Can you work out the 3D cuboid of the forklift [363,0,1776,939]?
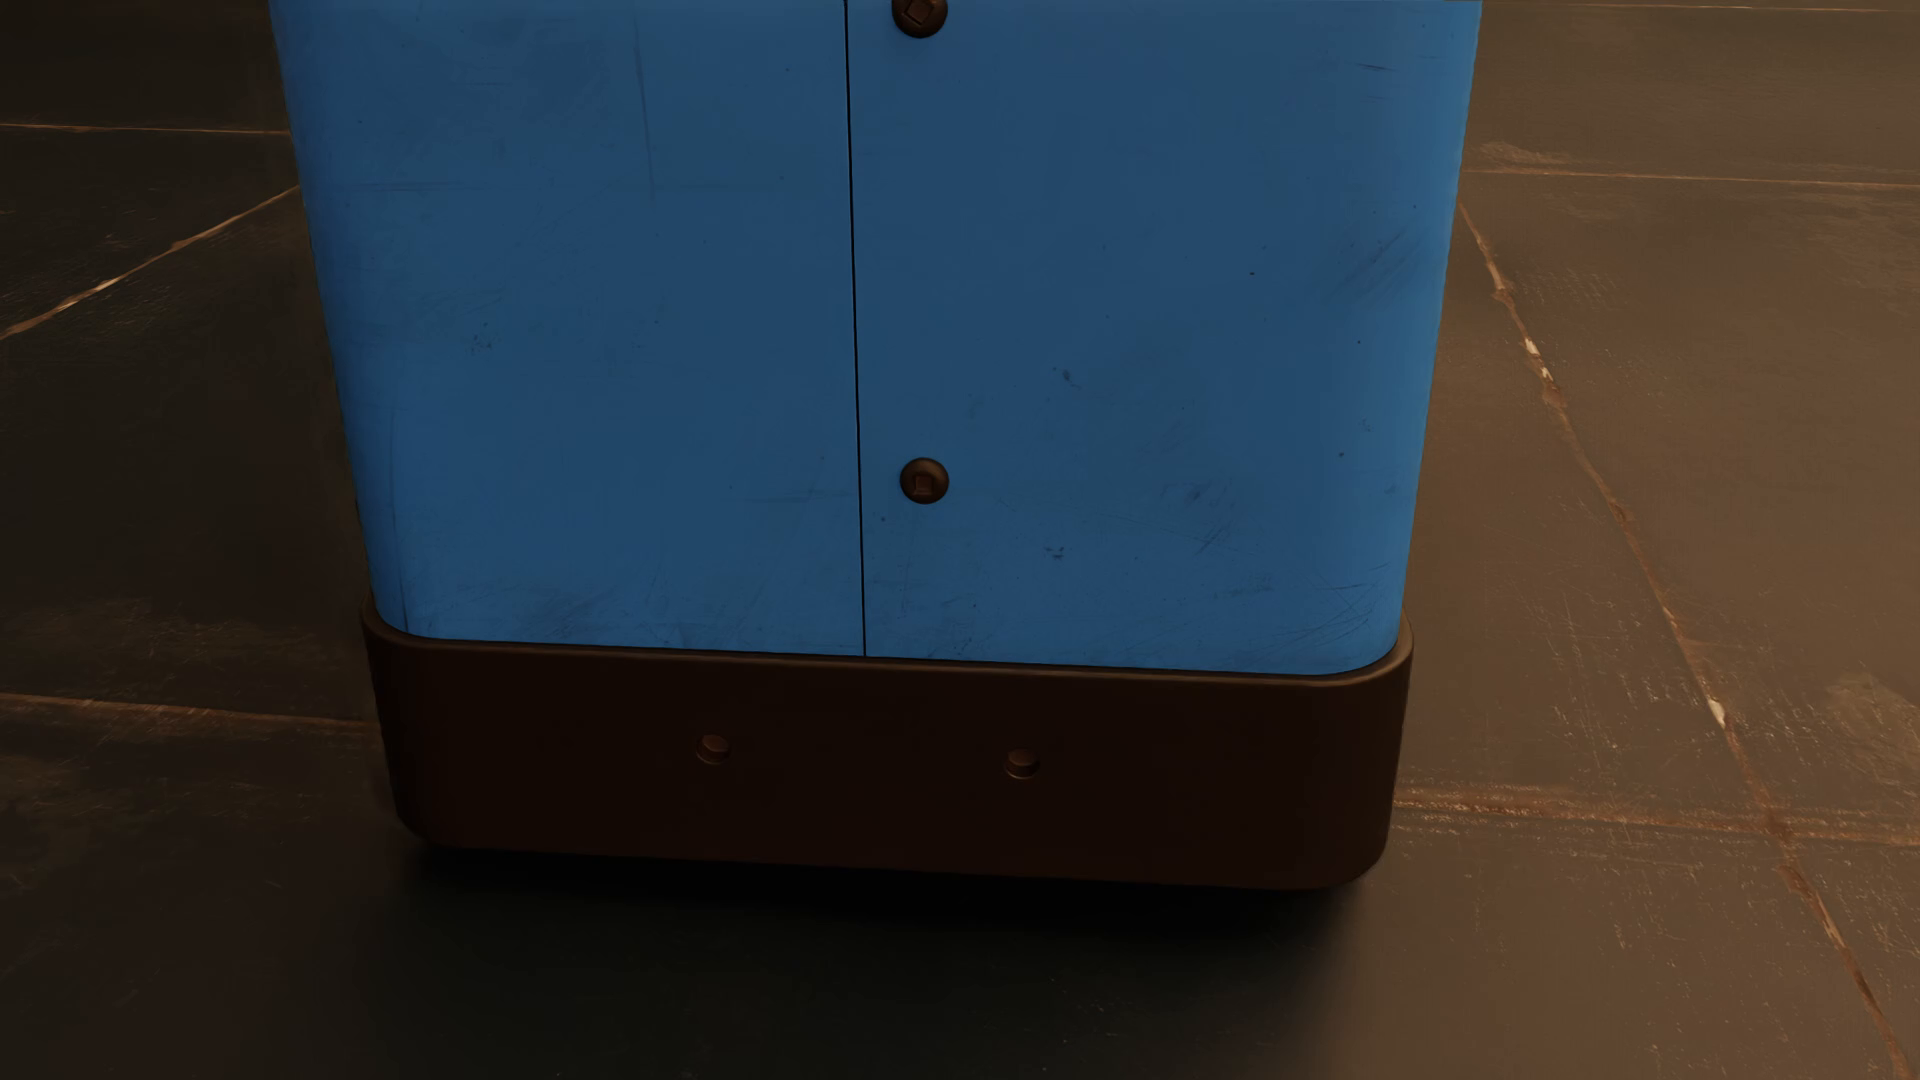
[{"bbox_3d":[-0.337,-1.551,2.327,1.130,2.935,3.031,-15,30,-27],"label":"forklift"}]
